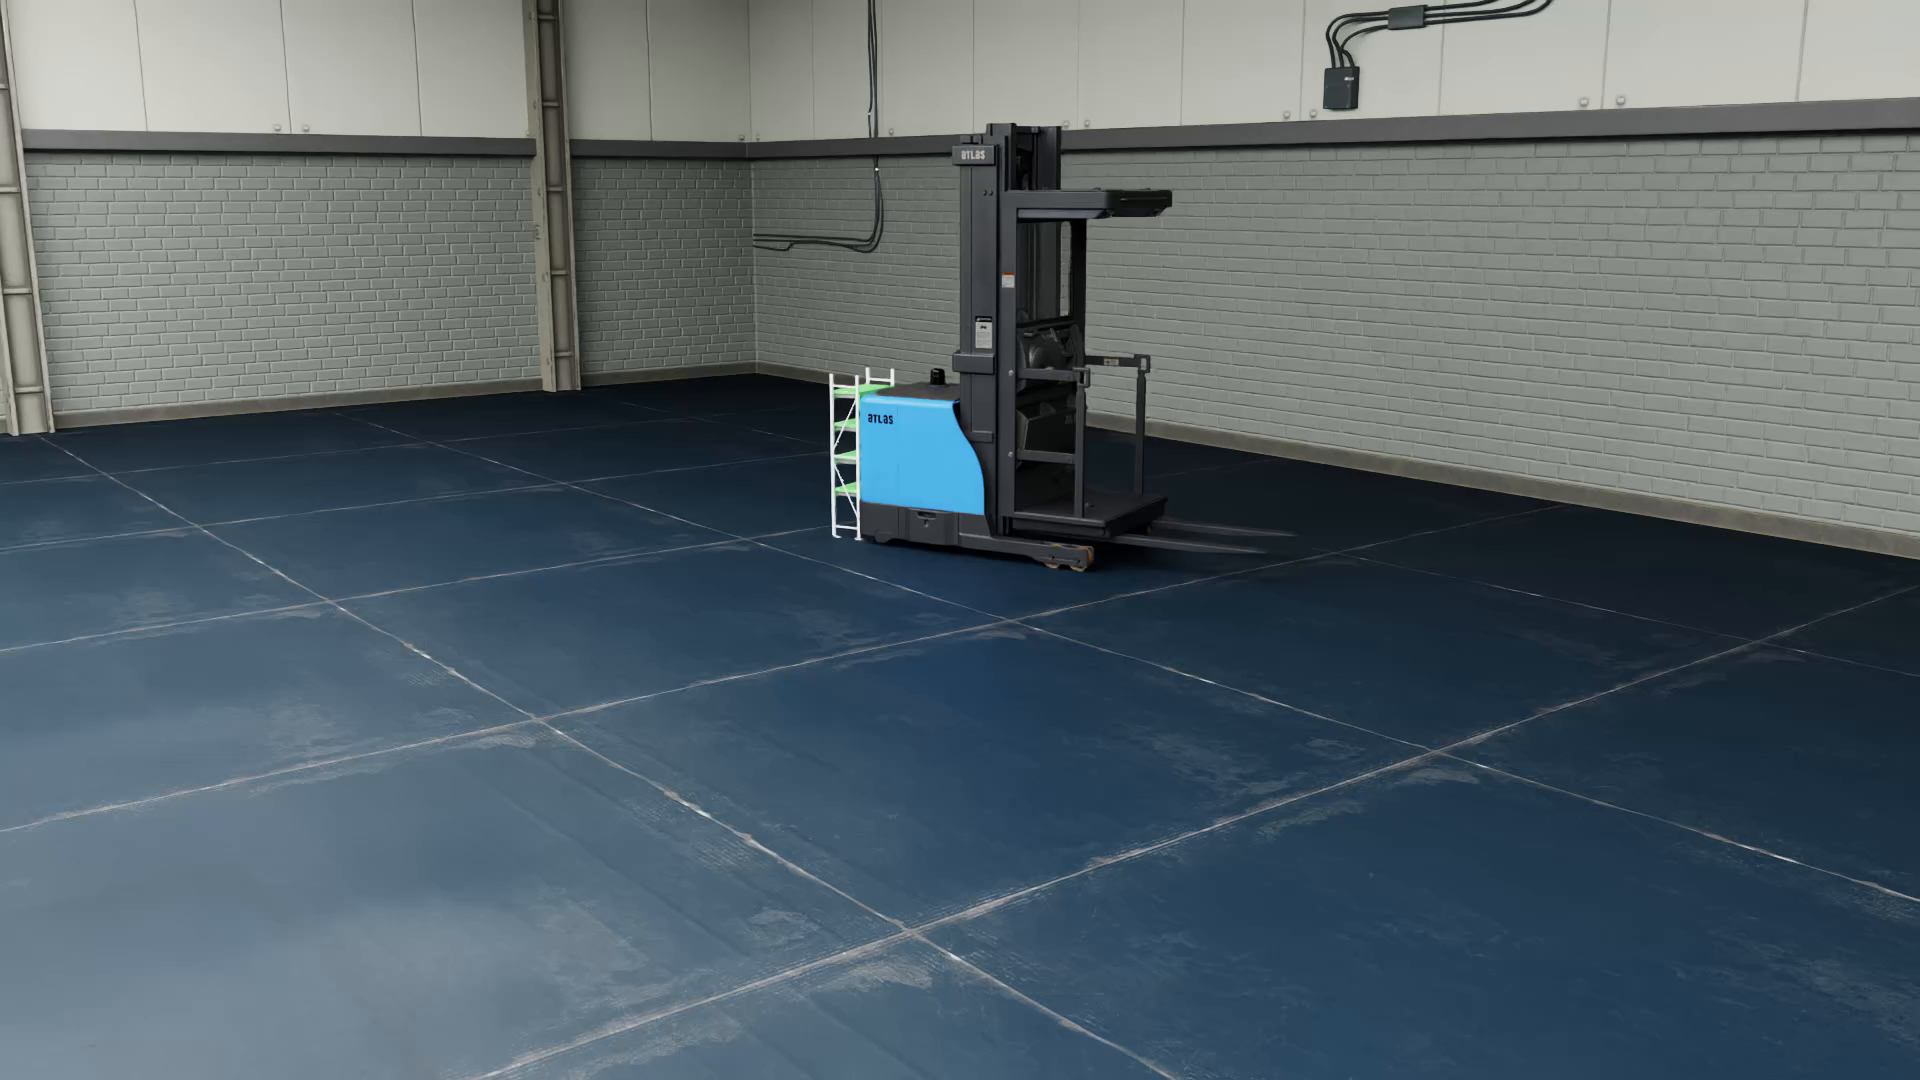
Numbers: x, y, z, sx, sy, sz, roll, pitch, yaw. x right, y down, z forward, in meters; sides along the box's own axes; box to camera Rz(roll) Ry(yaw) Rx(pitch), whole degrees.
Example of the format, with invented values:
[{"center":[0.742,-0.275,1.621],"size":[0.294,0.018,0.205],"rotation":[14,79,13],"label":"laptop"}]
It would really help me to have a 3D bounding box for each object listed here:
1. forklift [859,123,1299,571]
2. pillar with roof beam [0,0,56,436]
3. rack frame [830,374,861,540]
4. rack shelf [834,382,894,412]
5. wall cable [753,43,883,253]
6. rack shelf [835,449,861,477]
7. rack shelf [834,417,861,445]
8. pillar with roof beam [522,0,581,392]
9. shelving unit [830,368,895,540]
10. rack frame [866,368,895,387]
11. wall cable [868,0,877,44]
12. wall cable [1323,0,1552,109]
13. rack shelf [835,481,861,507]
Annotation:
[{"center":[0.809,-1.349,11.426],"size":[3.031,2.935,1.130],"rotation":[7,14,29],"label":"forklift"},{"center":[-7.054,-4.834,13.229],"size":[0.400,9.000,9.100],"rotation":[-9,15,-38],"label":"pillar with roof beam"},{"center":[-0.831,-0.599,12.063],"size":[0.240,1.200,0.015],"rotation":[7,14,28],"label":"rack frame"},{"center":[-0.712,-1.051,12.185],"size":[0.258,0.148,0.480],"rotation":[7,14,28],"label":"rack shelf"},{"center":[-1.932,-4.960,21.296],"size":[0.112,2.526,3.097],"rotation":[-9,15,-38],"label":"wall cable"},{"center":[-0.712,-0.581,12.284],"size":[0.258,0.148,0.480],"rotation":[7,14,28],"label":"rack shelf"},{"center":[-0.712,-0.816,12.234],"size":[0.258,0.148,0.480],"rotation":[7,14,28],"label":"rack shelf"},{"center":[-2.369,-5.612,16.895],"size":[0.400,9.000,9.100],"rotation":[-9,15,-38],"label":"pillar with roof beam"},{"center":[-0.712,-0.644,12.271],"size":[0.258,1.200,0.503],"rotation":[7,14,28],"label":"shelving unit"},{"center":[-0.593,-0.688,12.479],"size":[0.240,1.200,0.015],"rotation":[7,14,28],"label":"rack frame"},{"center":[-0.242,-6.991,18.705],"size":[0.112,2.526,3.097],"rotation":[-9,15,-38],"label":"wall cable"},{"center":[3.986,-6.600,13.359],"size":[0.169,6.003,2.305],"rotation":[-9,15,-38],"label":"wall cable"},{"center":[-0.712,-0.346,12.334],"size":[0.258,0.148,0.480],"rotation":[7,14,28],"label":"rack shelf"}]
